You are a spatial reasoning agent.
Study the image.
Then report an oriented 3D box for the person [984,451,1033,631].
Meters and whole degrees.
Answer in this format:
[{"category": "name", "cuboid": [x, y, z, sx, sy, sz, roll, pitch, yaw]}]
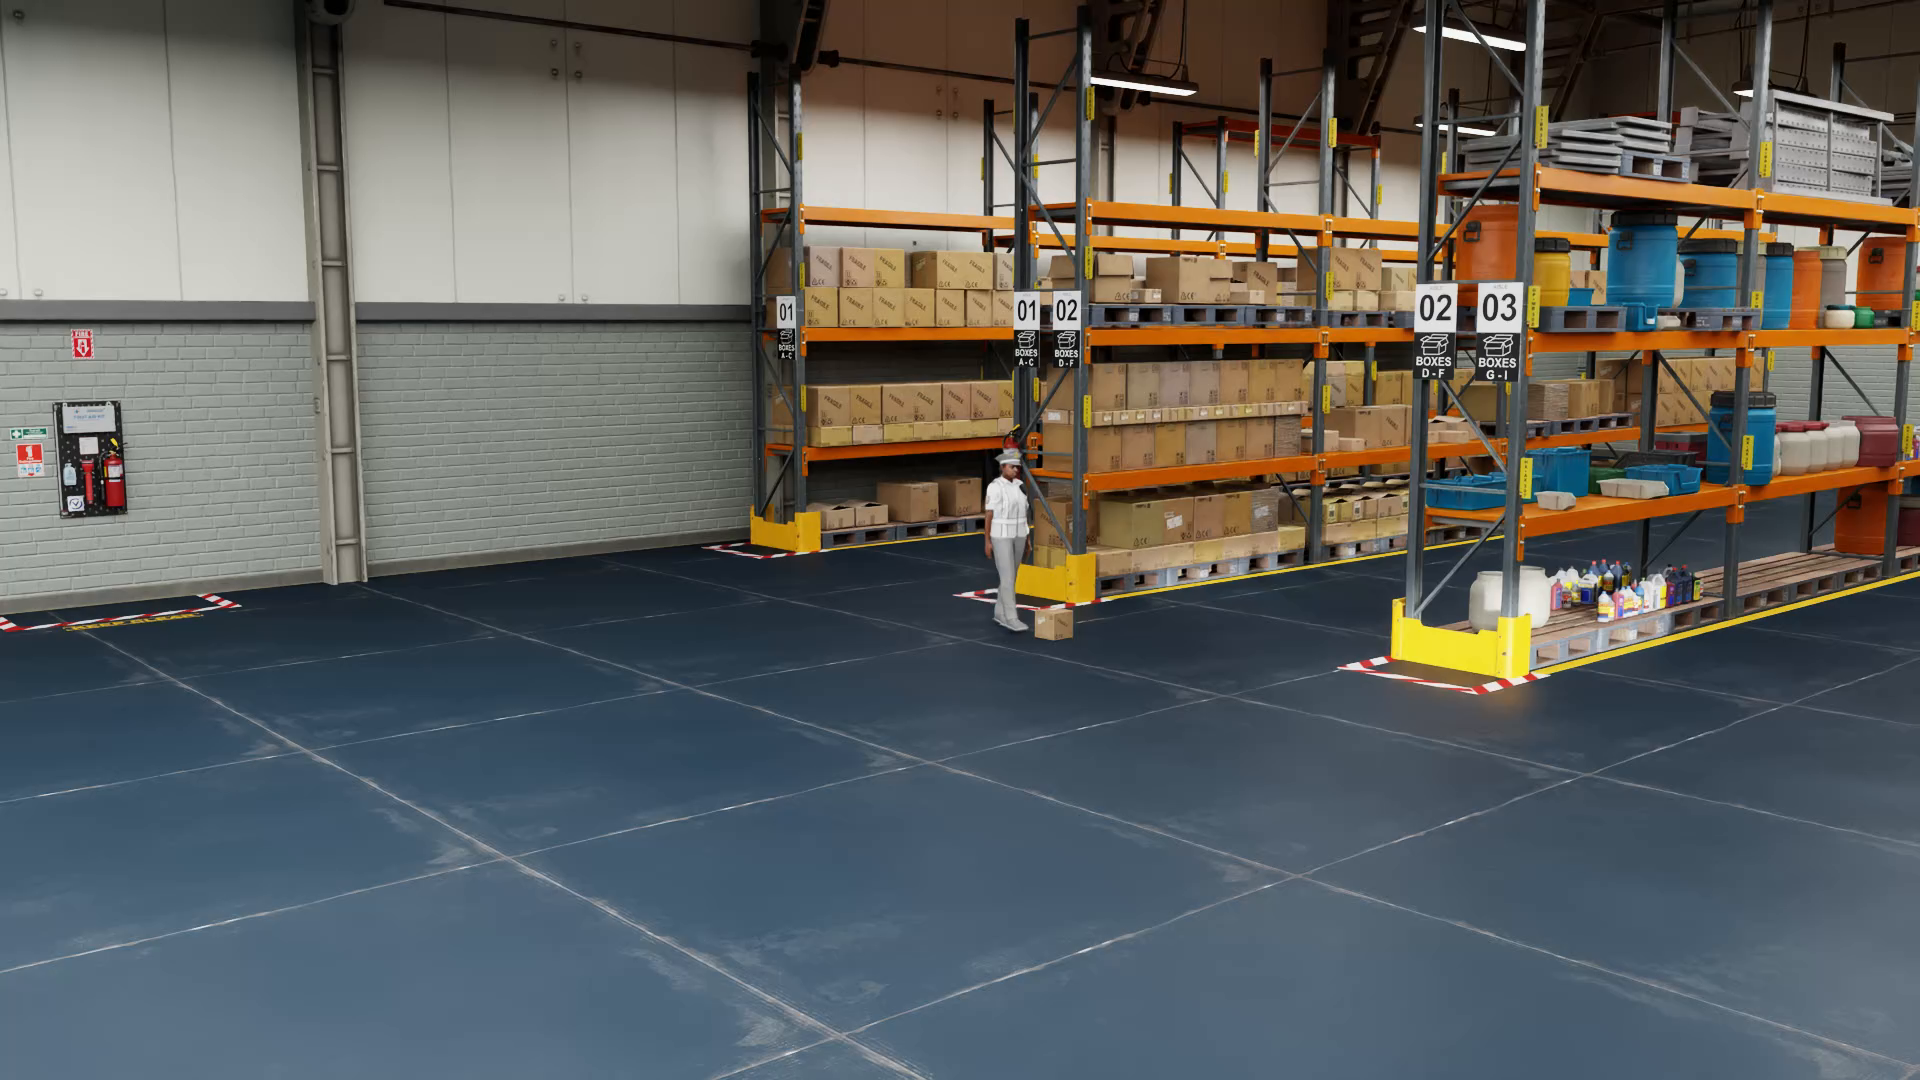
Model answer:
[{"category": "person", "cuboid": [0.532, 0.003, 15.669, 0.463, 1.673, 0.693, -5, 9, -36]}]
